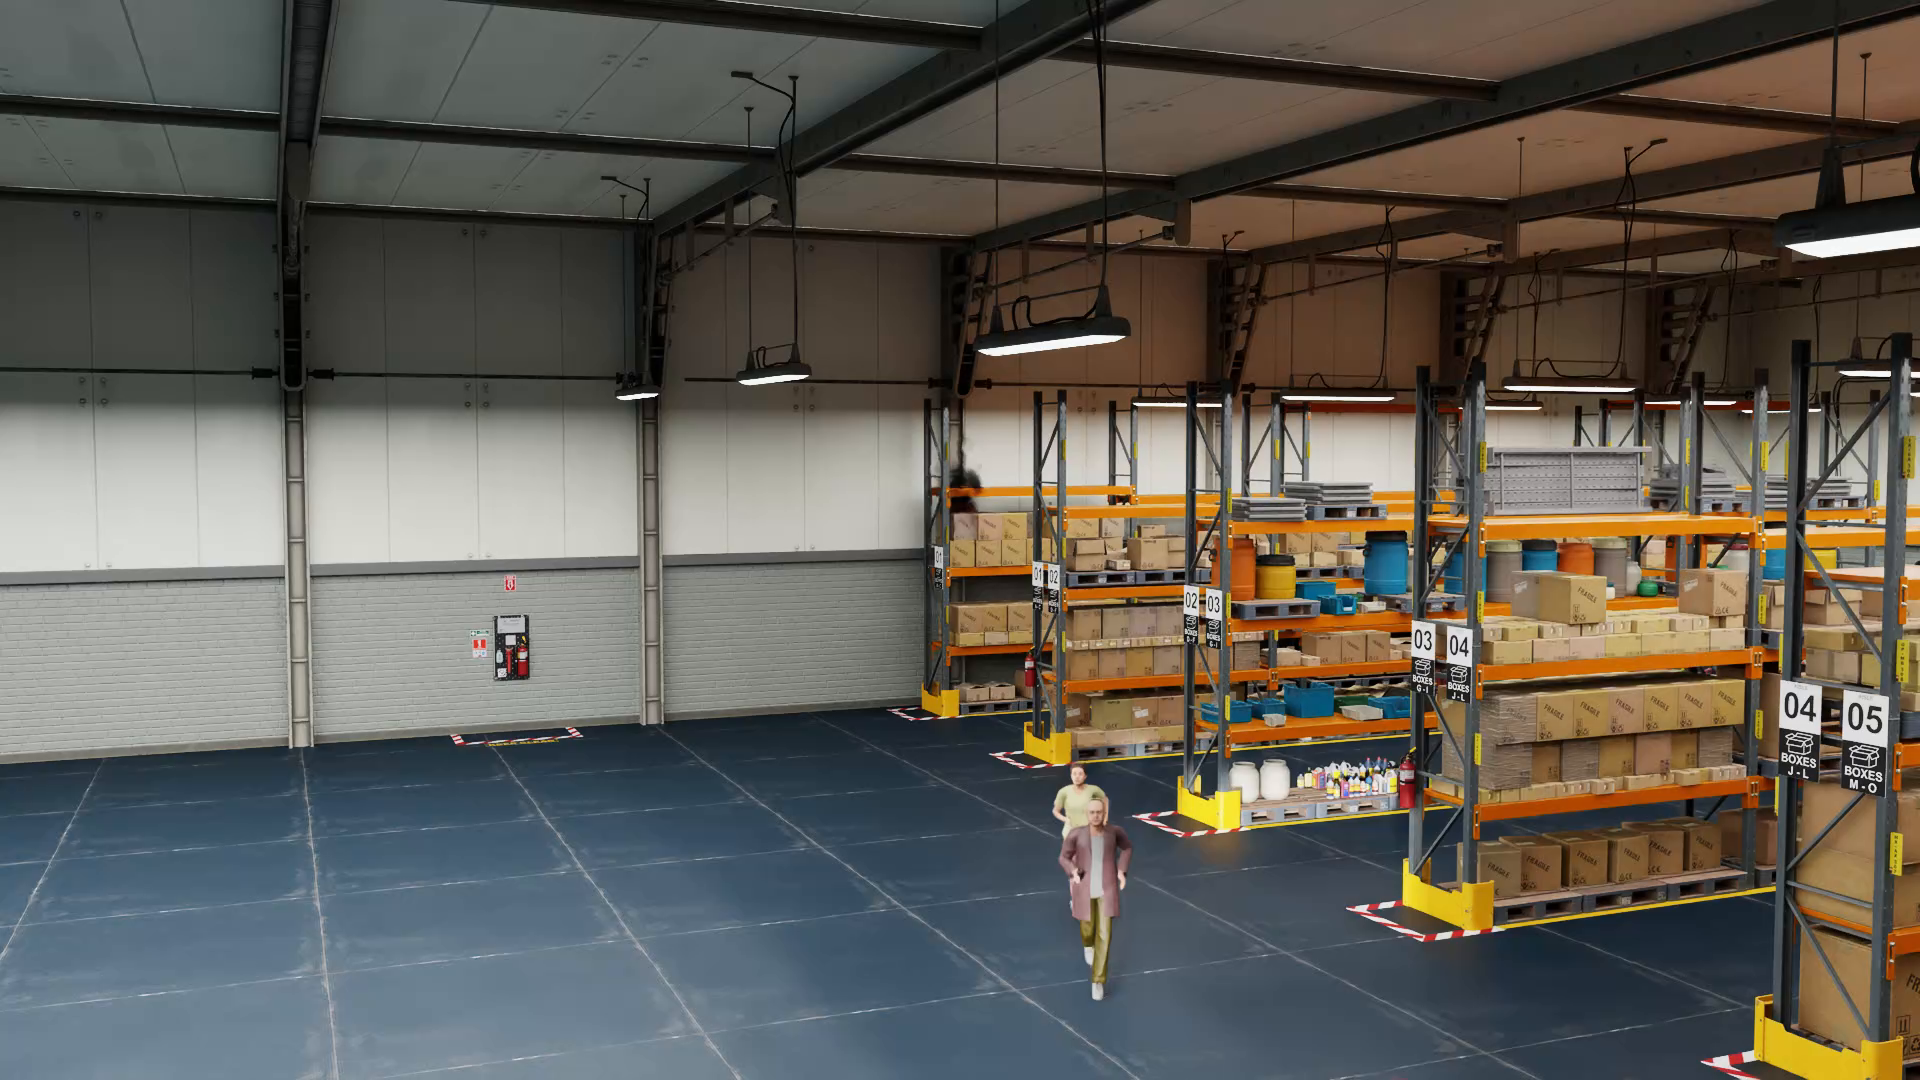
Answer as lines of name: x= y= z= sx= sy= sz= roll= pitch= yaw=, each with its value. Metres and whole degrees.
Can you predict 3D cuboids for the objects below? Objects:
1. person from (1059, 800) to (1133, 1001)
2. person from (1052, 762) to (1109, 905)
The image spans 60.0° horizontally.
person: x=1.293 y=3.352 z=15.808 sx=0.710 sy=1.784 sz=1.005 roll=0 pitch=3 yaw=4
person: x=1.307 y=3.278 z=18.127 sx=0.597 sy=1.736 sz=0.711 roll=1 pitch=3 yaw=10
